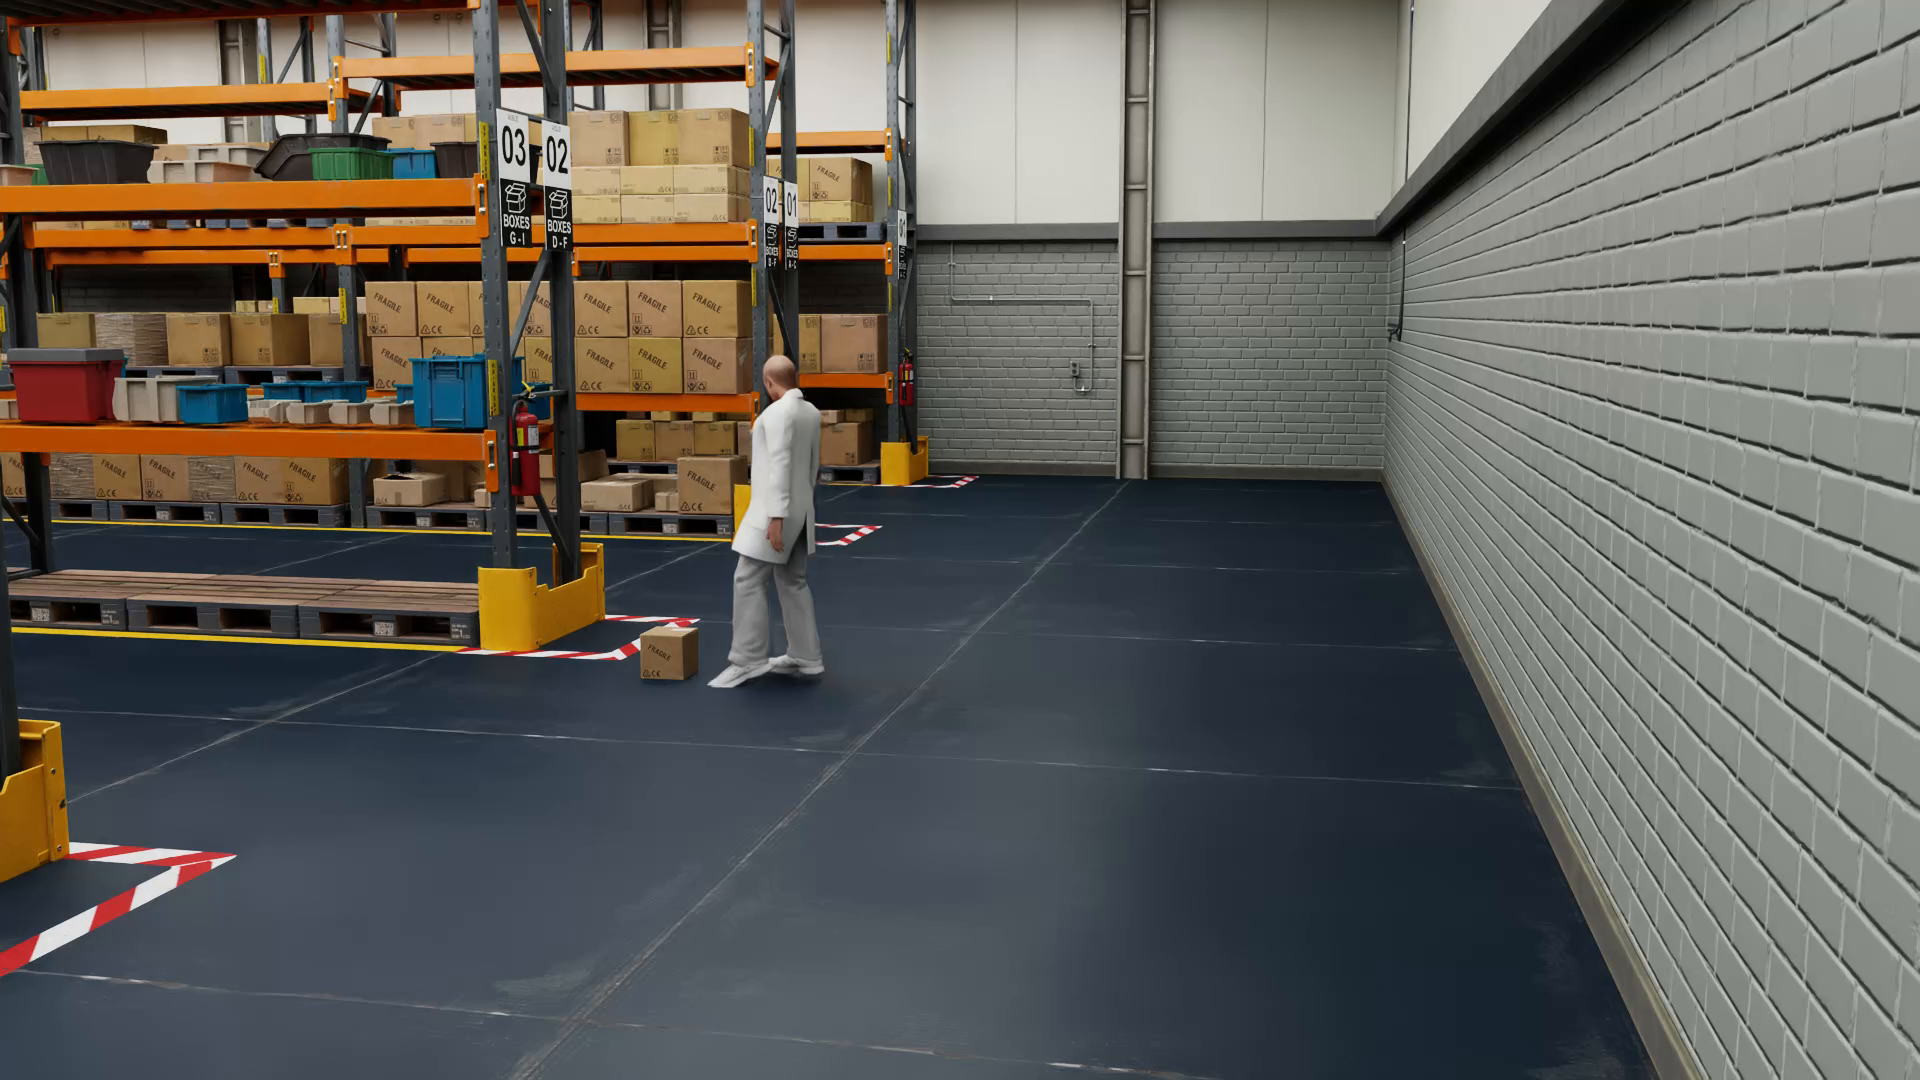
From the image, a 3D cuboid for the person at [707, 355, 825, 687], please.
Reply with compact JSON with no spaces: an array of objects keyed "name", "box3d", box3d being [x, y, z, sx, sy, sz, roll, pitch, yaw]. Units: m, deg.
[{"name":"person","box3d":[-1.041,-0.097,9.123,0.565,1.827,0.626,3,8,18]}]
